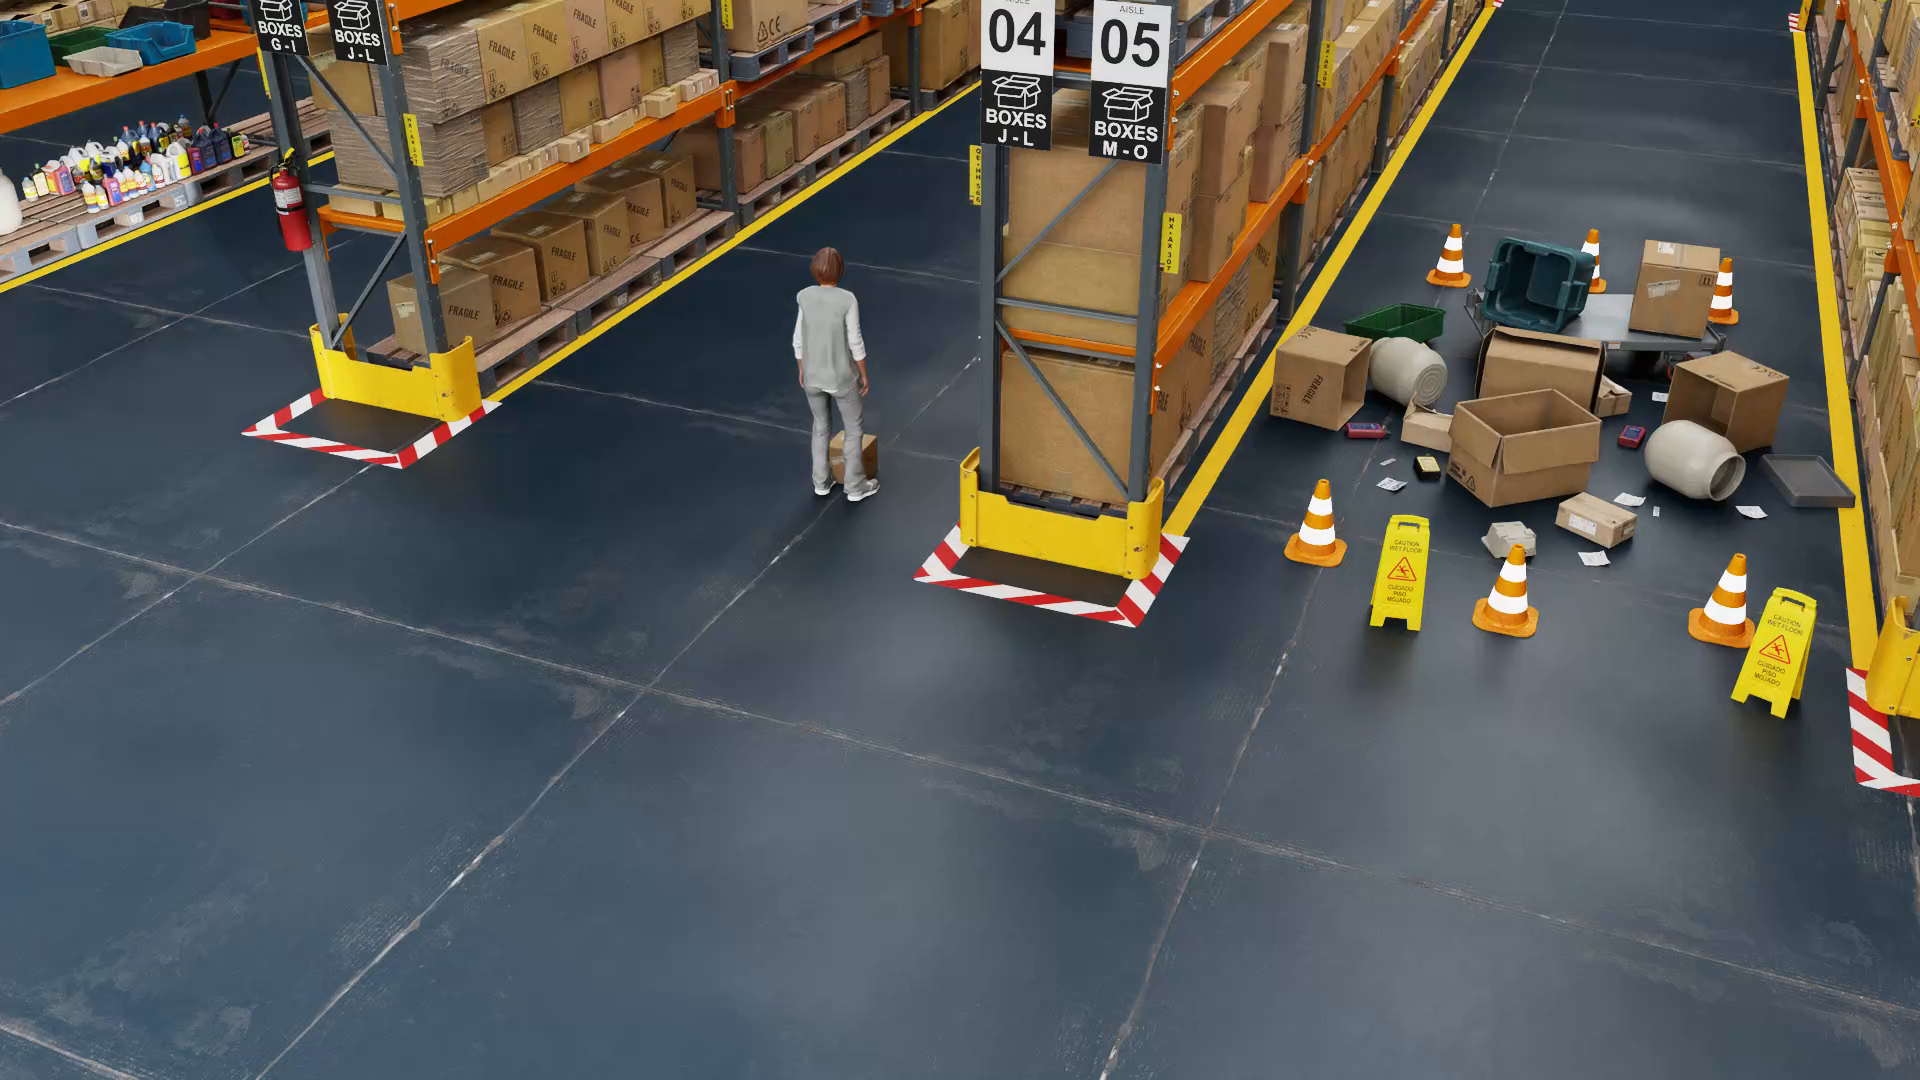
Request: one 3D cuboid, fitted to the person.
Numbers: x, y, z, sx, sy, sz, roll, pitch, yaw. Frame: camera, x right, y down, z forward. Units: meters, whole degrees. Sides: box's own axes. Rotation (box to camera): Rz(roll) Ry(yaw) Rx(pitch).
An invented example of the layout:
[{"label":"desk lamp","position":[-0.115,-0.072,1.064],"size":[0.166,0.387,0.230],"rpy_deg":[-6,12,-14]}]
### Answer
[{"label":"person","position":[-0.772,-0.990,10.109],"size":[0.476,1.592,0.346],"rpy_deg":[10,31,16]}]
